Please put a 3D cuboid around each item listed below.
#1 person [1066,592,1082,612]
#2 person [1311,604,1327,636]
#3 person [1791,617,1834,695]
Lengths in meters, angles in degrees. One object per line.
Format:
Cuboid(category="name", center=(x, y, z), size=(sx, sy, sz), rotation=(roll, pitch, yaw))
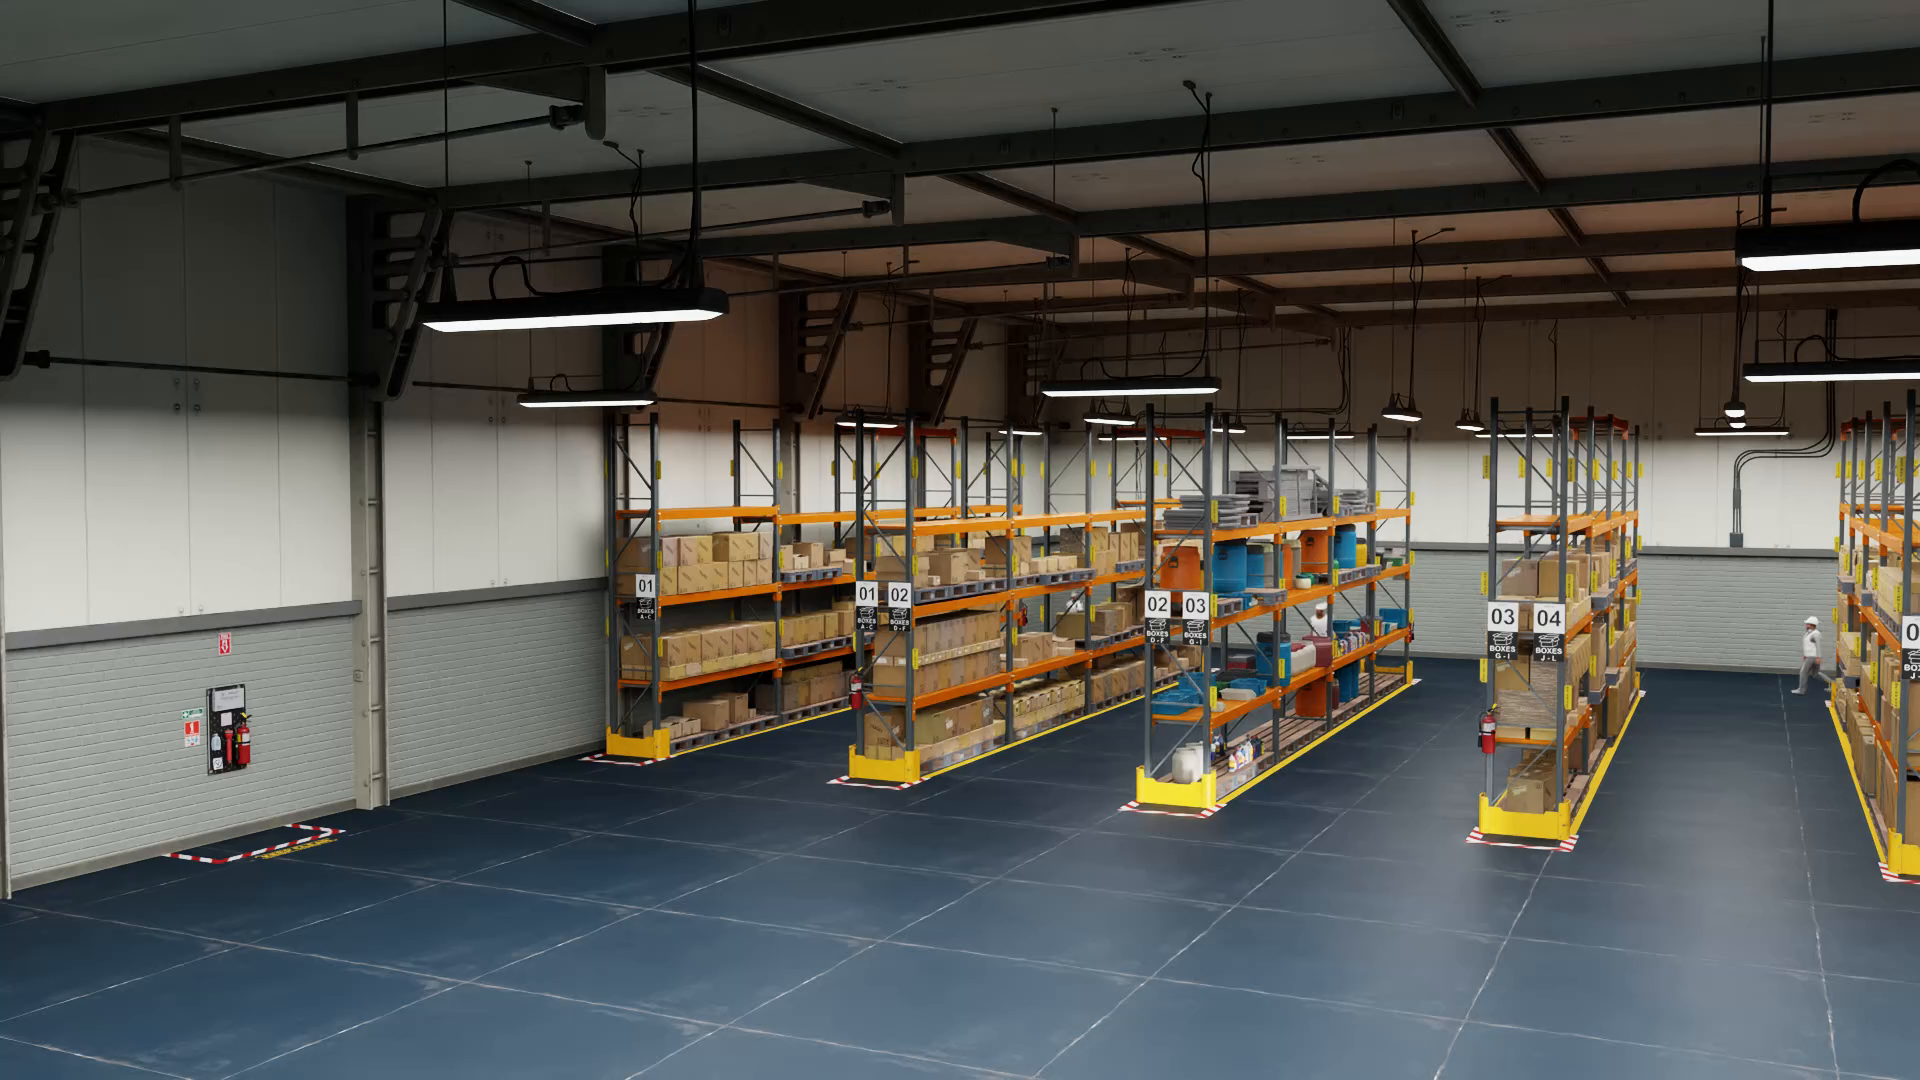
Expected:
Cuboid(category="person", center=(3.136, 2.247, 45.772), size=(0.444, 1.621, 1.052), rotation=(0, 2, 5))
Cuboid(category="person", center=(8.808, 2.426, 40.591), size=(0.554, 1.711, 1.076), rotation=(1, 3, 23))
Cuboid(category="person", center=(18.994, 2.574, 36.954), size=(0.964, 1.742, 0.547), rotation=(1, 3, 19))
